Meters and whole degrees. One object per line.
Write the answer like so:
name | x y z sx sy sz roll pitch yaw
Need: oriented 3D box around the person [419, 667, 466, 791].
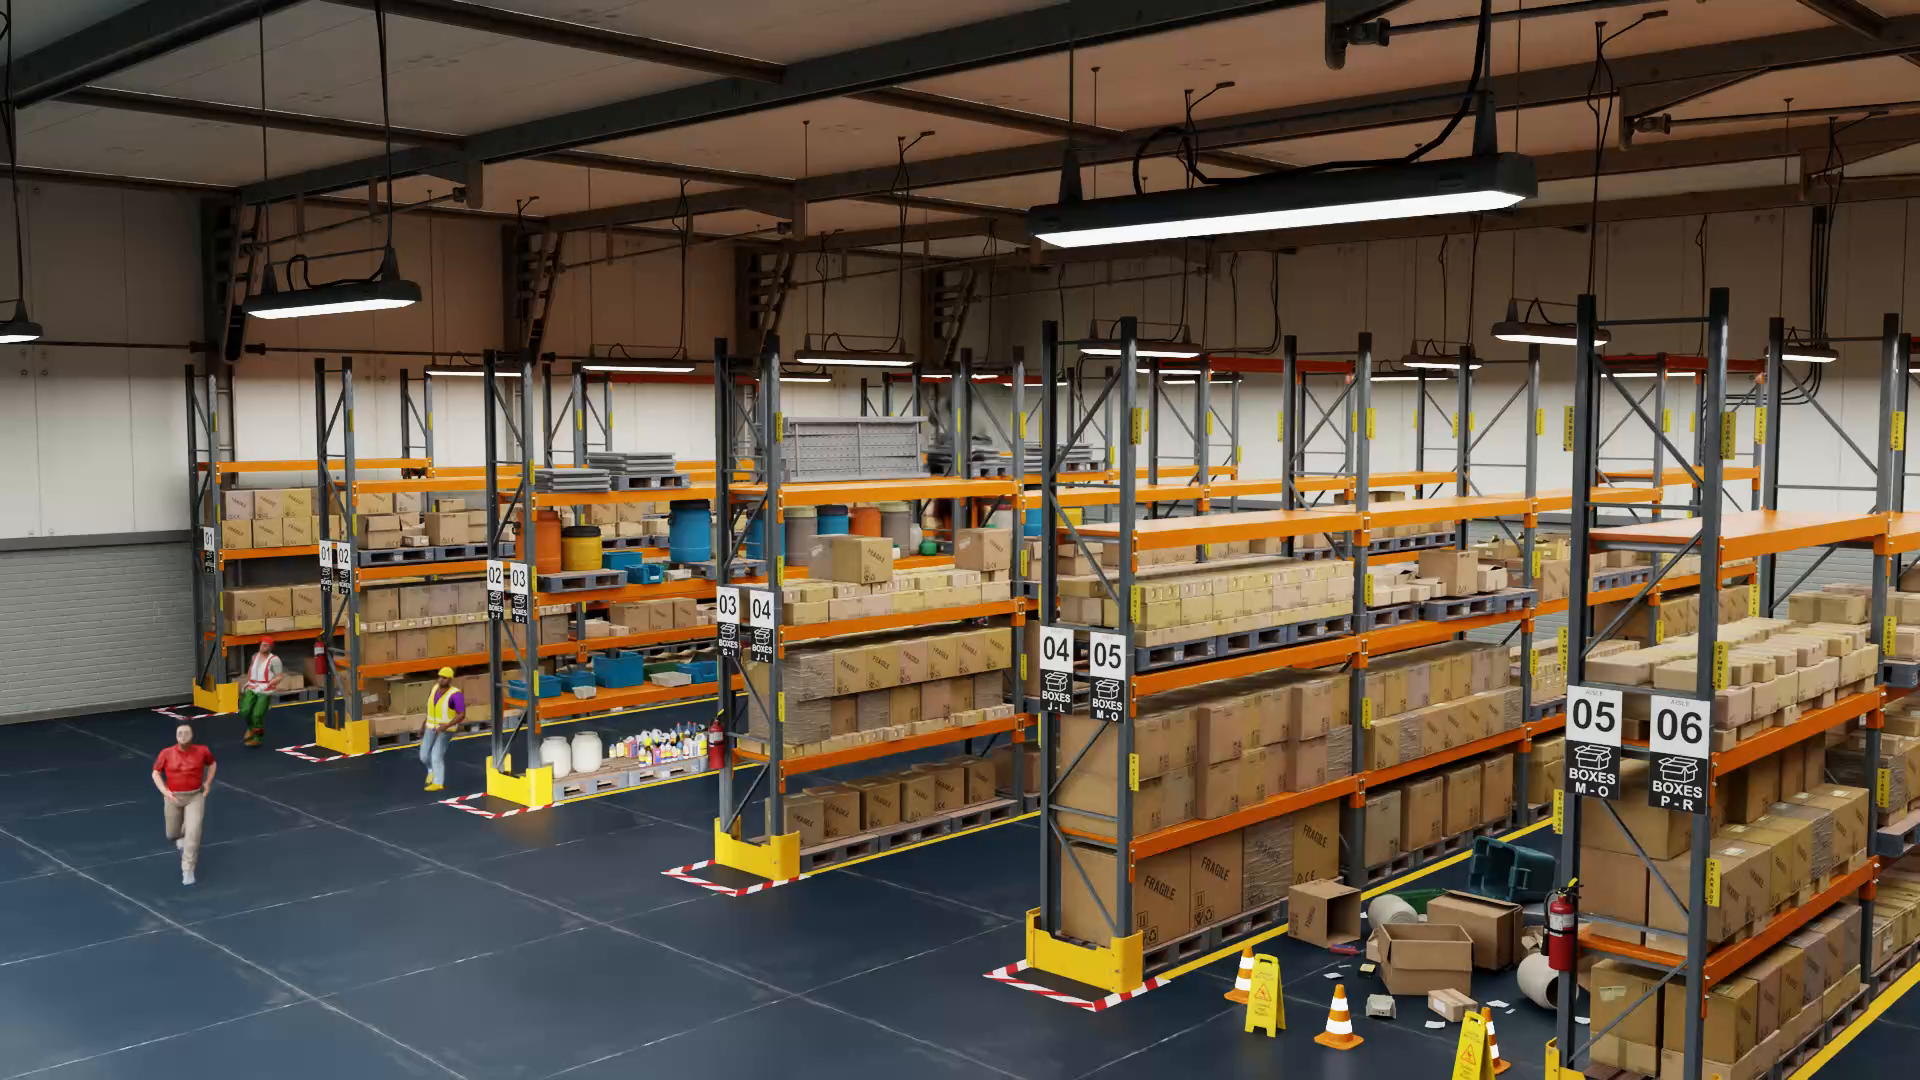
person | -7.070 2.574 22.650 0.726 1.710 0.542 1 5 18

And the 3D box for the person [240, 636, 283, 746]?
person | -10.790 2.340 25.604 0.708 1.714 0.597 1 4 9

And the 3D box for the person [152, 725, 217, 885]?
person | -8.687 2.918 18.637 0.642 1.723 1.027 -1 5 -18
